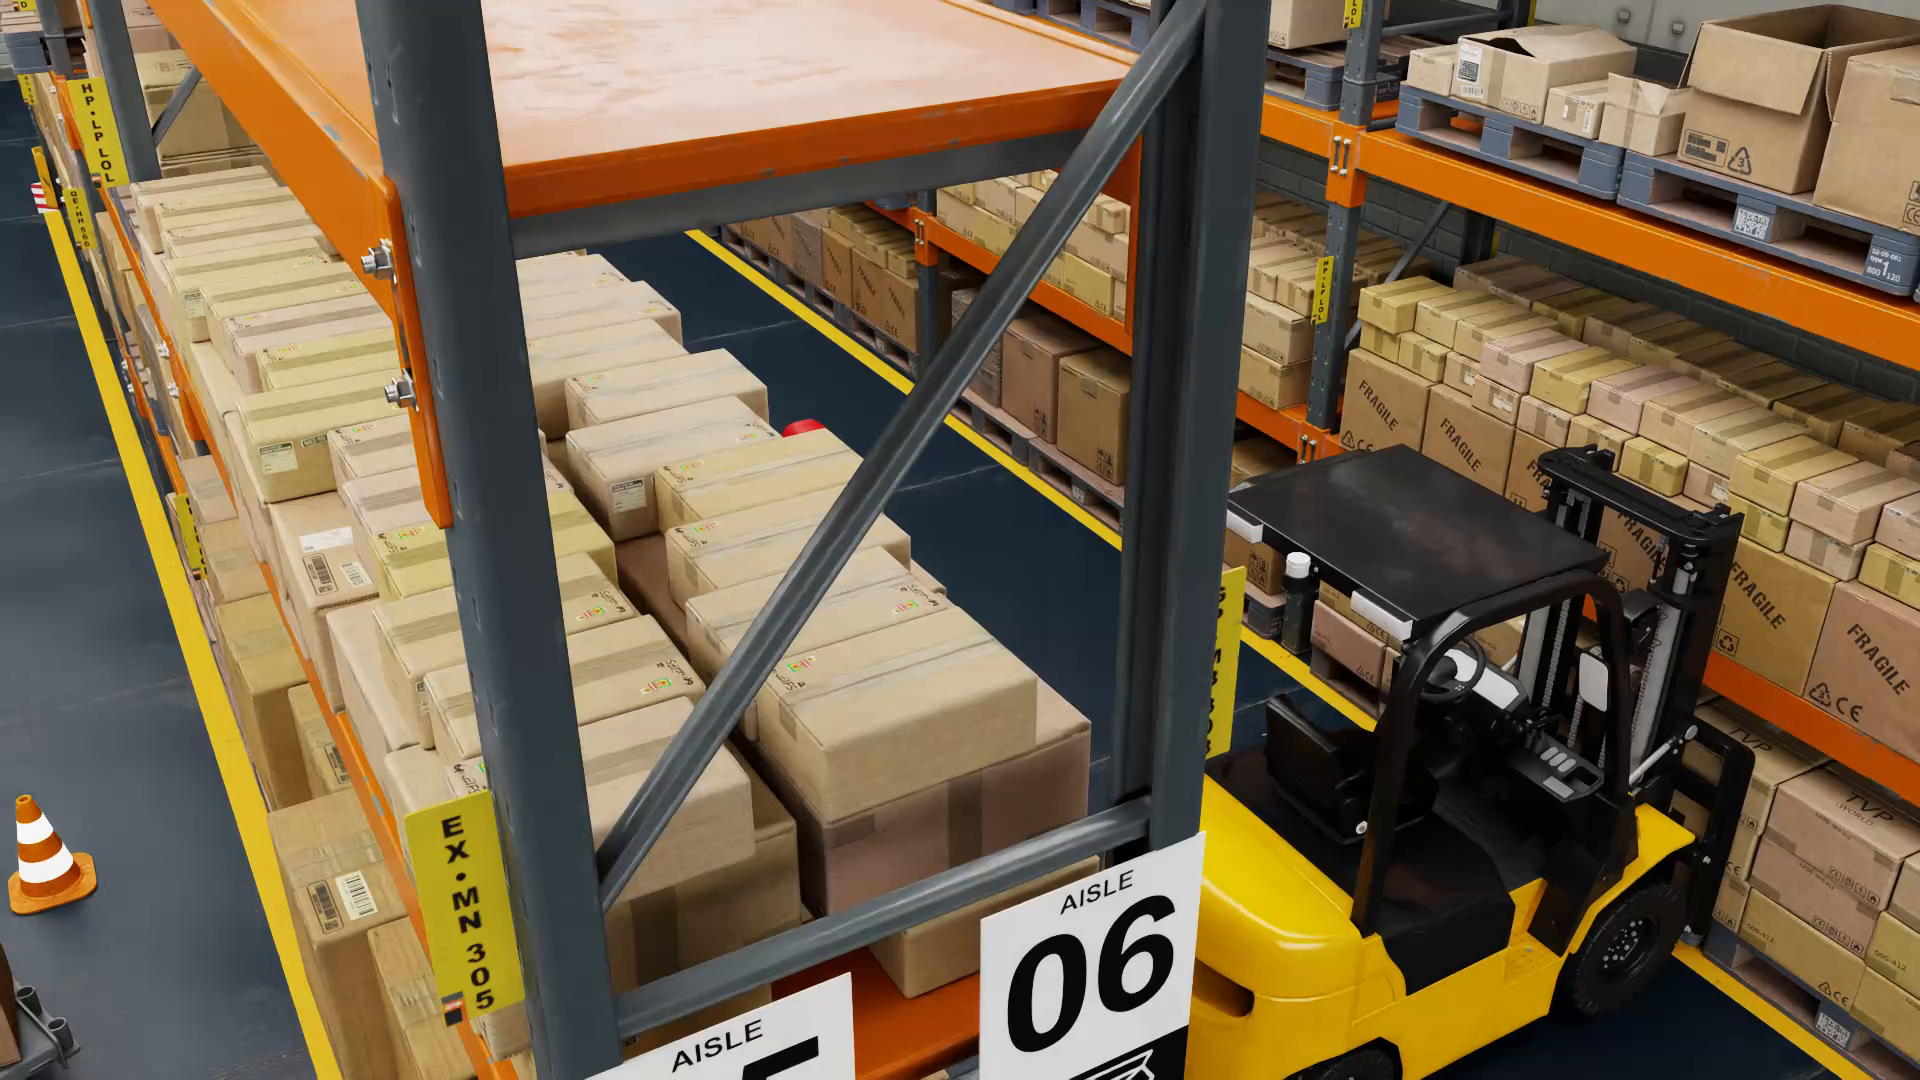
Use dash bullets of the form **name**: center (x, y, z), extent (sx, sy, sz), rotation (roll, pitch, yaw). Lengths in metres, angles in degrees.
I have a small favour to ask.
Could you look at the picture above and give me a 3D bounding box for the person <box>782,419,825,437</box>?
- **person**: center (-0.645, 0.237, 7.679), extent (0.453, 1.777, 0.604), rotation (-17, 33, -28)
